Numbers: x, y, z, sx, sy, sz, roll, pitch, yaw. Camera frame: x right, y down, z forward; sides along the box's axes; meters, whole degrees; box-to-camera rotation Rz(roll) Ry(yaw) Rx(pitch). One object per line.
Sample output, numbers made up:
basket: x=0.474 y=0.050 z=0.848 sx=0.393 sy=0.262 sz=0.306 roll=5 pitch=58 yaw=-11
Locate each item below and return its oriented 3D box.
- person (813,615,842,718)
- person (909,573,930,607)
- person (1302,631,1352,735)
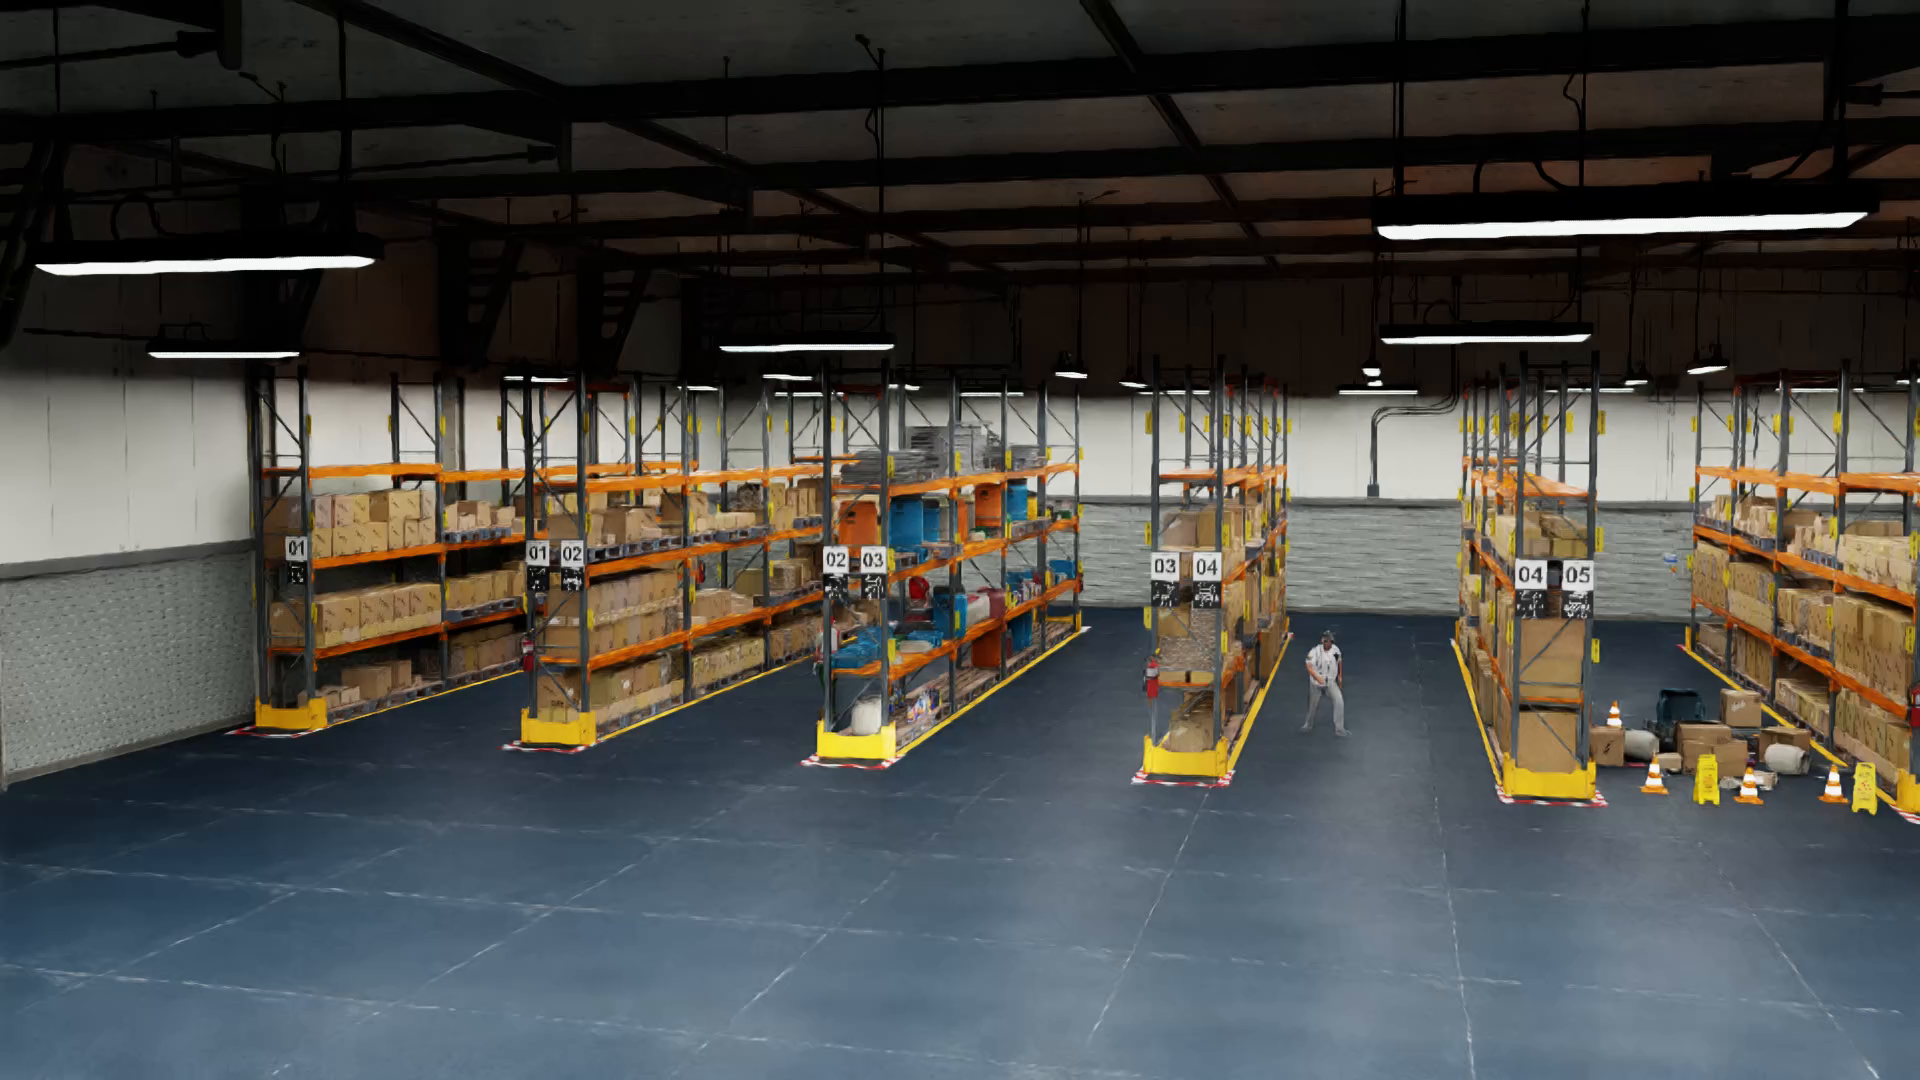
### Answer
person: x=-2.278 y=2.125 z=28.596 sx=0.581 sy=1.785 sz=0.664 roll=3 pitch=5 yaw=39
person: x=-0.970 y=1.468 z=39.089 sx=0.556 sy=1.669 sz=1.019 roll=1 pitch=4 yaw=13
person: x=5.919 y=2.293 z=26.947 sx=0.701 sy=1.689 sz=0.857 roll=0 pitch=4 yaw=-2
